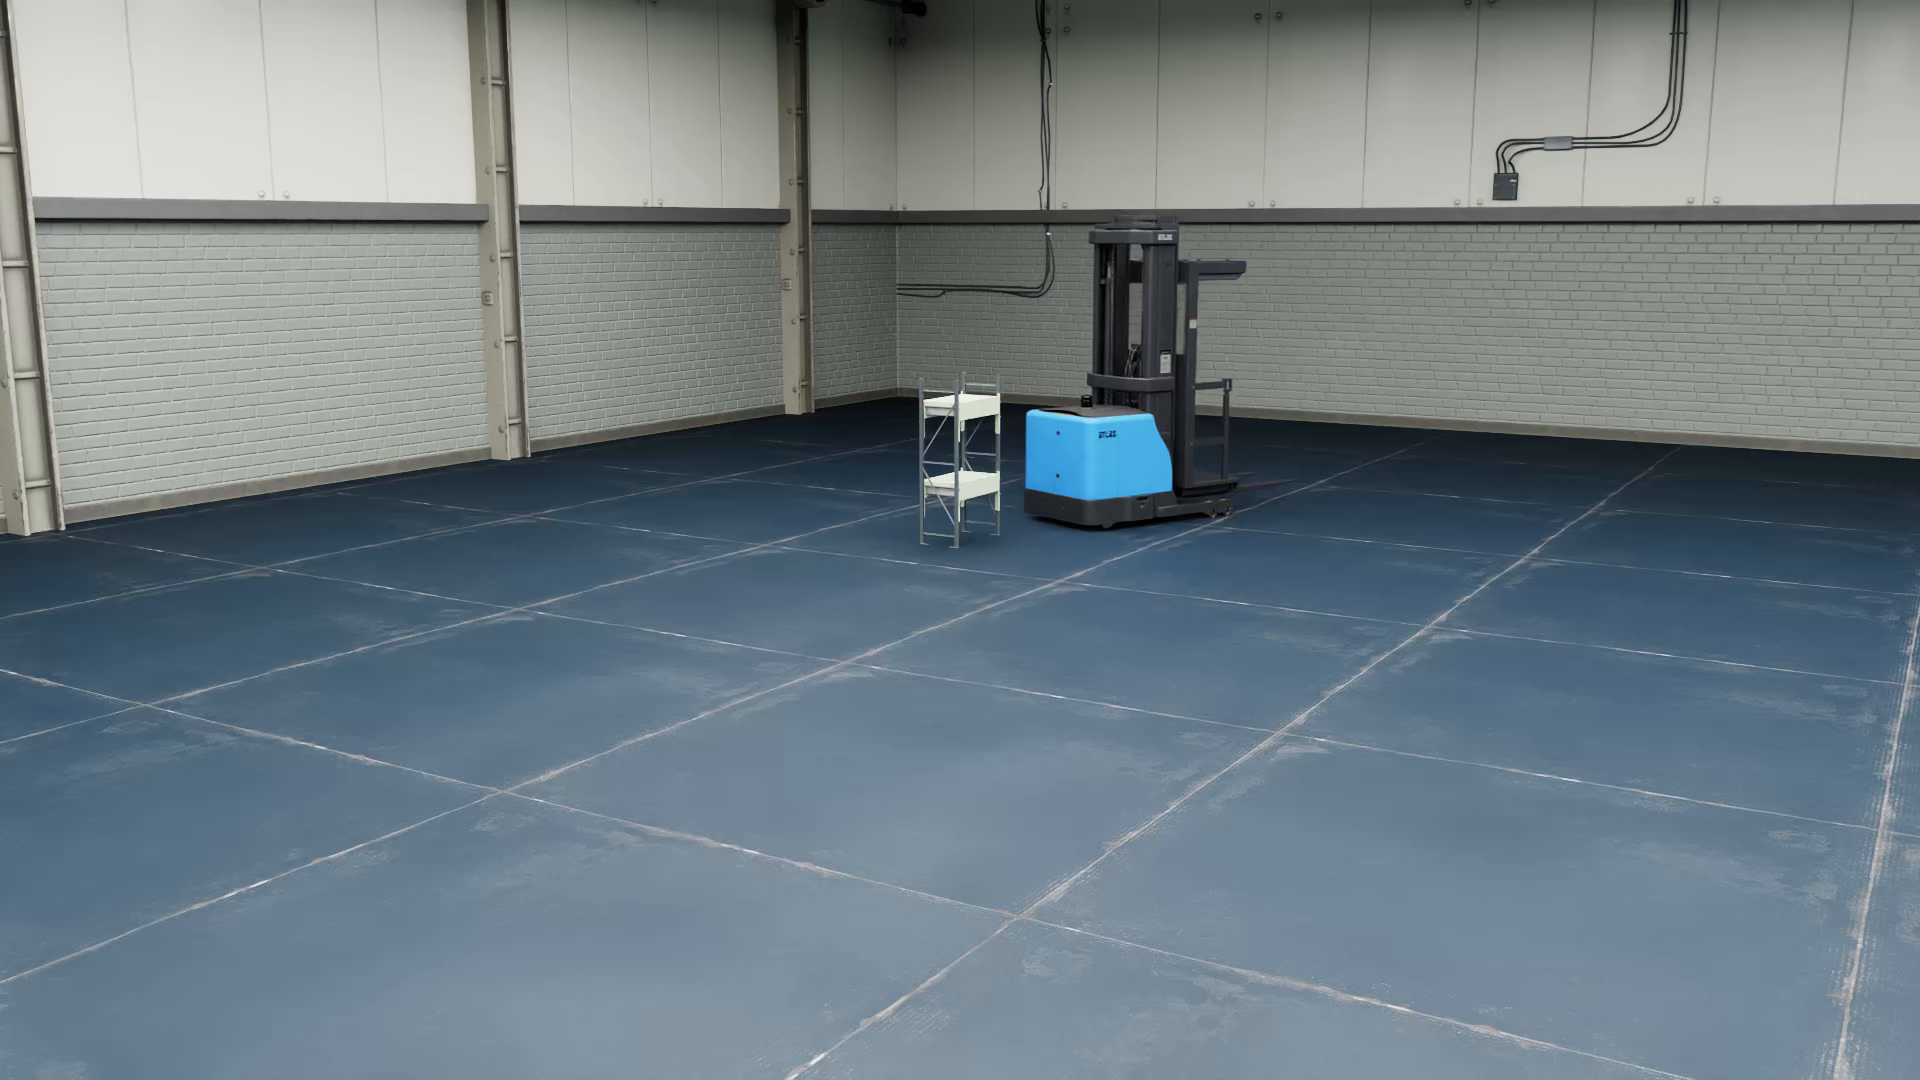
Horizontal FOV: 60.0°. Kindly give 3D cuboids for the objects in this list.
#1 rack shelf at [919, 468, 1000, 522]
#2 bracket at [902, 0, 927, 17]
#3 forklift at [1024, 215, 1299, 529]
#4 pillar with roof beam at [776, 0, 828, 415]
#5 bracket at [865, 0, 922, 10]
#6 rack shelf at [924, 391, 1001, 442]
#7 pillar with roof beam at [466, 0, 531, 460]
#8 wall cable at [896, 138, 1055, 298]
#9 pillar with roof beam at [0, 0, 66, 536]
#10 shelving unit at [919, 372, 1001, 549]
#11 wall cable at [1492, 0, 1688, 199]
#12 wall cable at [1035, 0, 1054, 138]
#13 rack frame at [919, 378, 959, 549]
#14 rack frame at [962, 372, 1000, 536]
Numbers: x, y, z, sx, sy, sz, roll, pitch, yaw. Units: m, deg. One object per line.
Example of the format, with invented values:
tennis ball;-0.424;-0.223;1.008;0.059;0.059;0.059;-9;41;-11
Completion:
rack shelf;0.003;-0.418;15.178;0.431;0.370;0.720;6;12;31
bracket;-0.744;-8.569;26.785;0.235;0.232;0.430;6;12;31
forklift;2.122;-1.737;16.563;3.031;2.935;1.130;-8;13;-35
pillar with roof beam;1.186;-5.984;22.761;9.100;9.000;0.548;6;12;31
bracket;-1.051;-8.476;26.289;0.076;0.066;3.189;6;12;31
rack shelf;0.003;-1.122;15.046;0.431;0.370;0.720;6;12;31
pillar with roof beam;-1.929;-5.041;17.721;9.100;9.000;0.400;6;12;31
wall cable;0.166;-5.206;27.044;3.097;2.526;0.112;6;12;31
pillar with roof beam;-5.044;-4.097;12.680;9.100;9.000;0.400;6;12;31
shelving unit;0.003;-0.738;15.118;0.431;1.500;0.755;6;12;31
wall cable;8.272;-7.495;21.587;2.305;6.003;0.169;6;12;31
wall cable;2.478;-7.430;25.199;3.097;2.526;0.112;6;12;31
rack frame;-0.187;-0.681;14.810;0.400;1.500;0.023;6;12;31
rack frame;0.193;-0.796;15.425;0.400;1.500;0.023;6;12;31
